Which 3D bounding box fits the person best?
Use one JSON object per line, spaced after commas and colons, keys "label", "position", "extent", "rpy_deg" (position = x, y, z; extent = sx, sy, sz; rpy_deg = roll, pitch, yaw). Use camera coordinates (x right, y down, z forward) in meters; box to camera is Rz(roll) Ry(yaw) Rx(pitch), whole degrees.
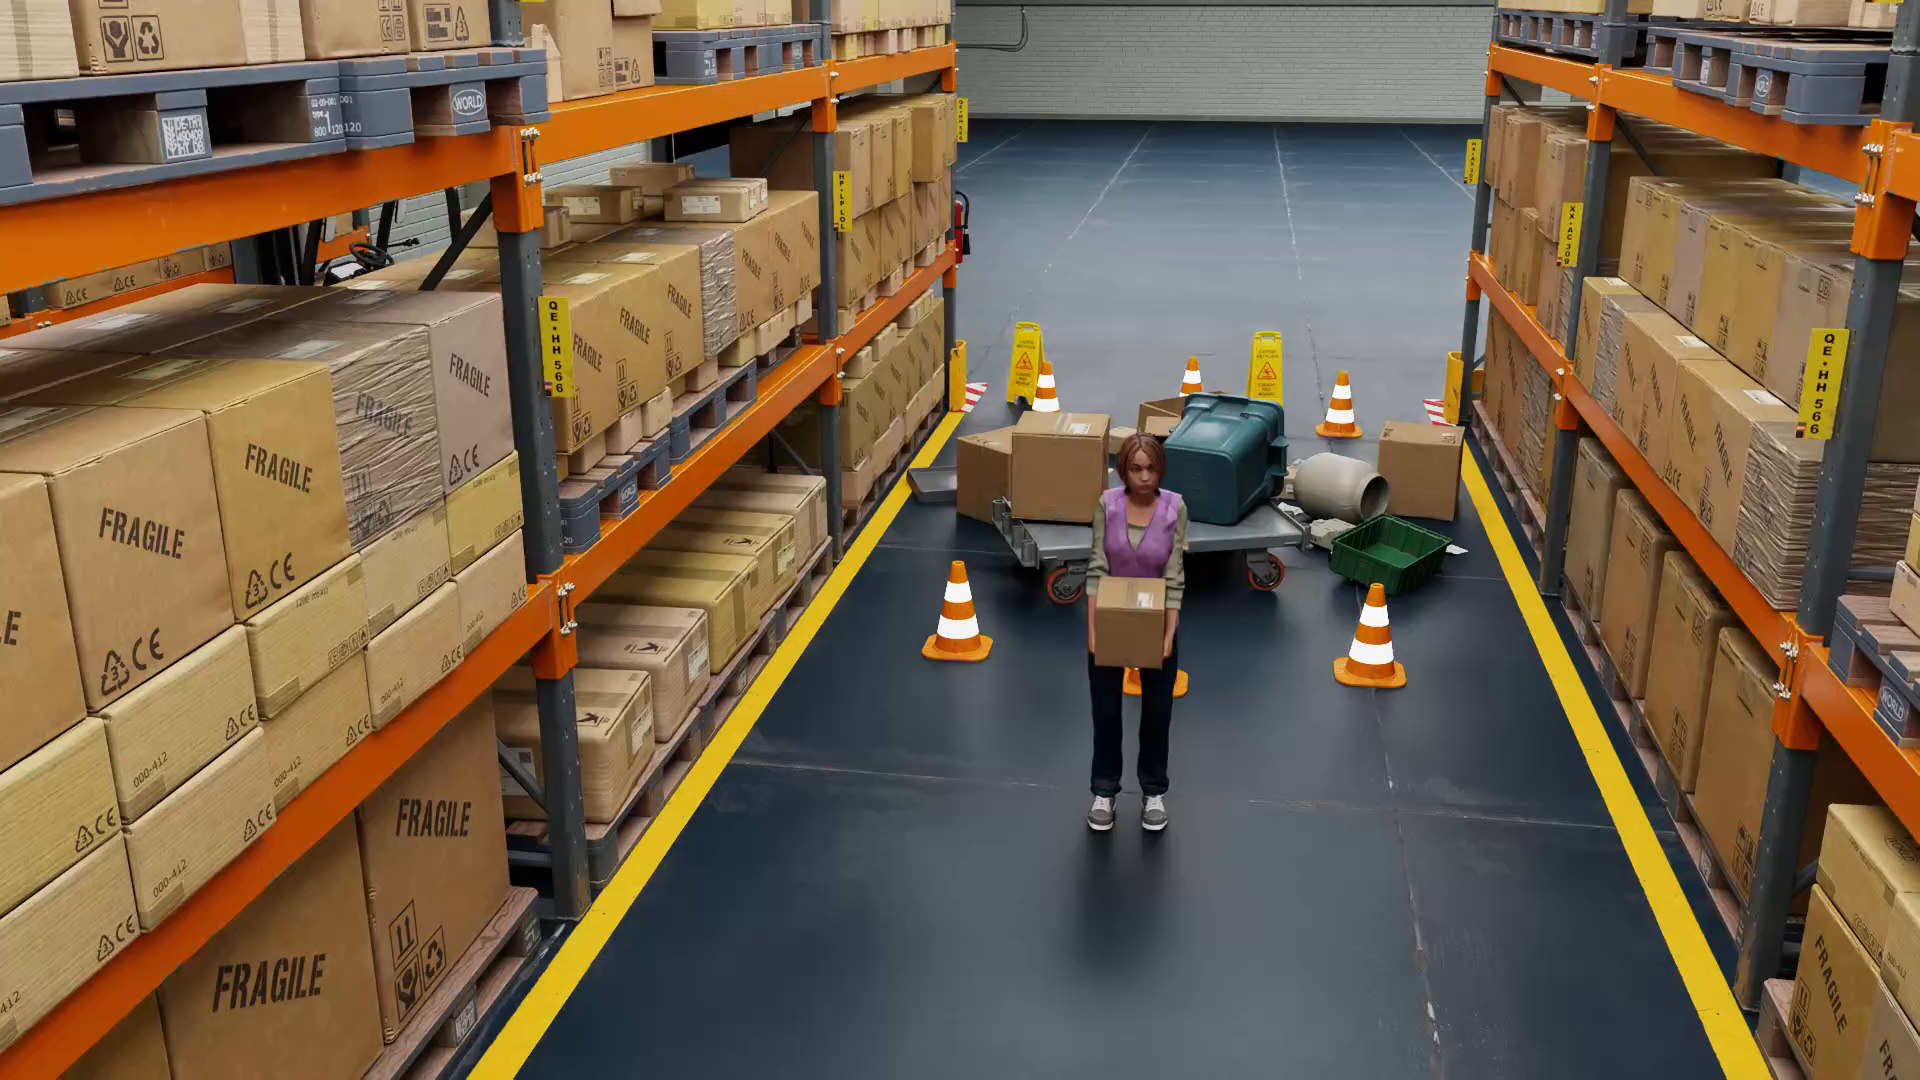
{"label": "person", "position": [0.672, 0.379, 6.424], "extent": [0.375, 1.599, 0.504], "rpy_deg": [3, 18, 8]}
